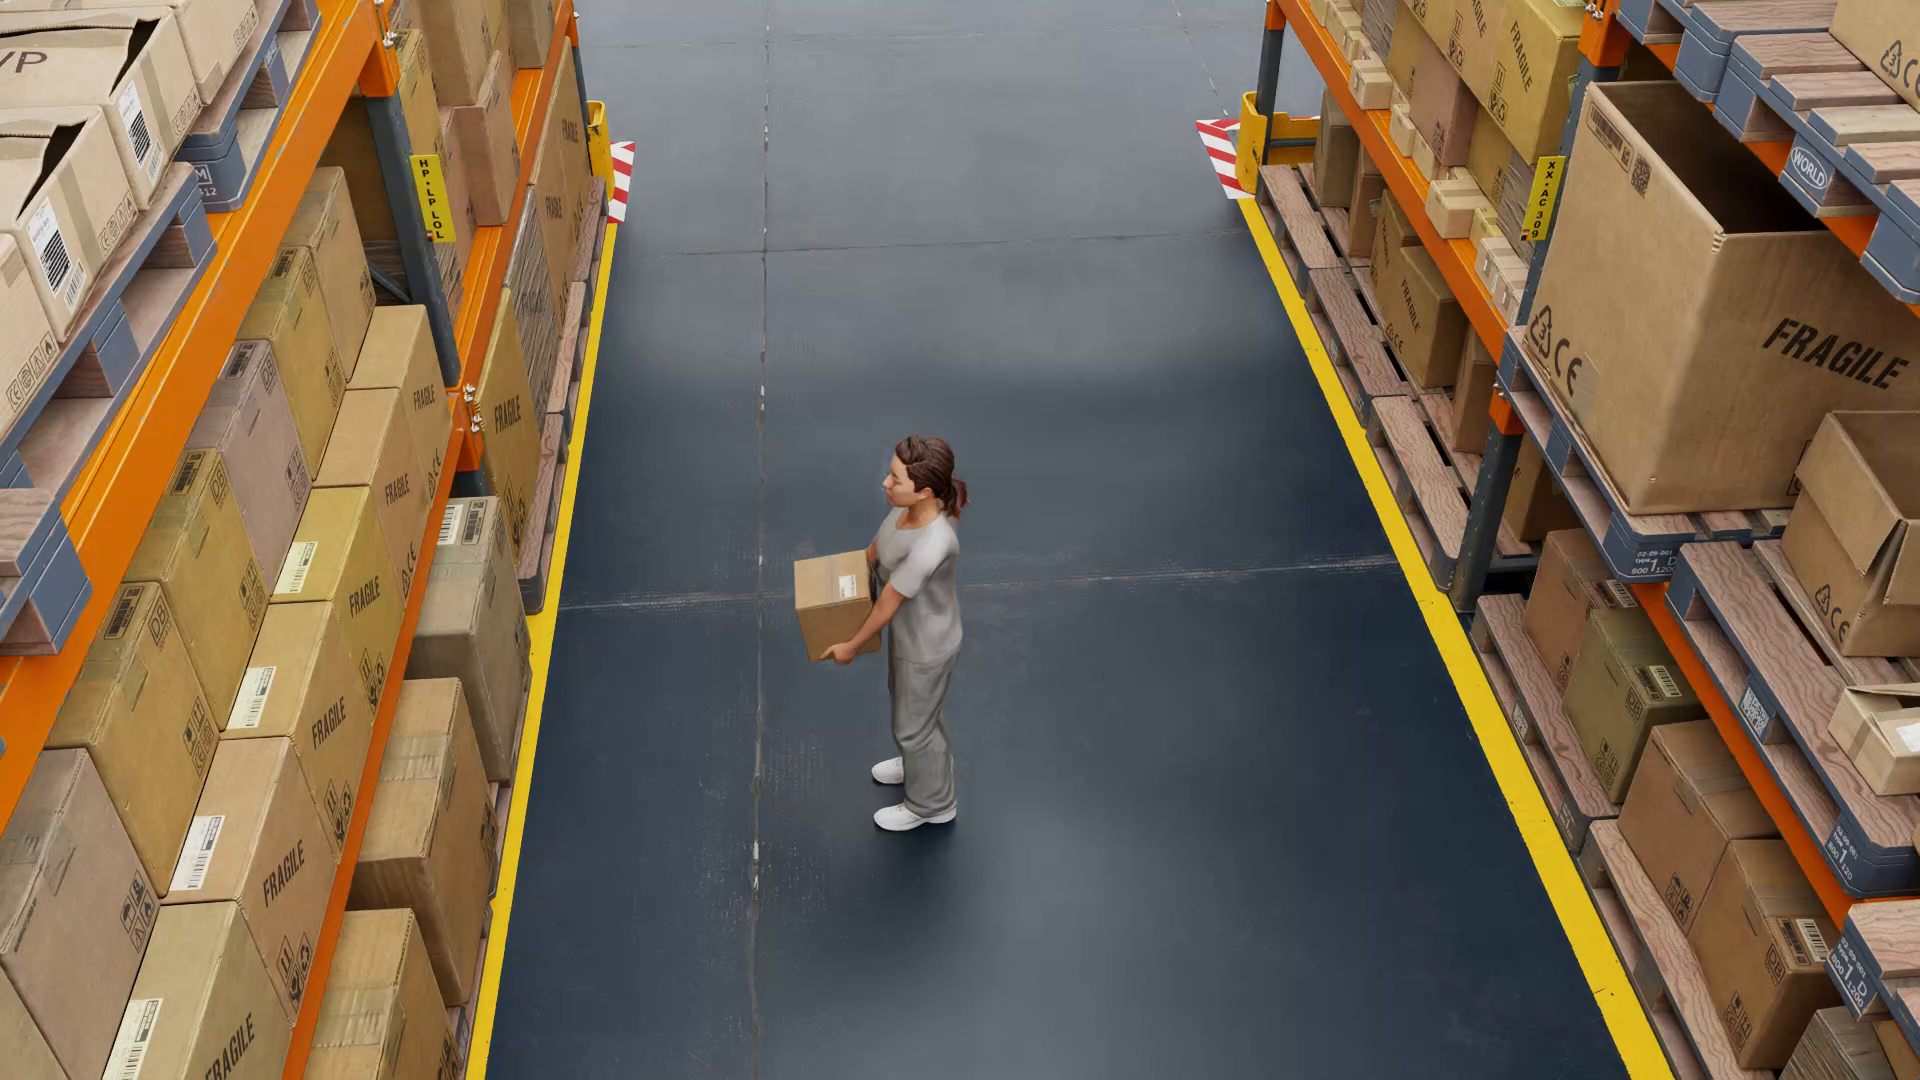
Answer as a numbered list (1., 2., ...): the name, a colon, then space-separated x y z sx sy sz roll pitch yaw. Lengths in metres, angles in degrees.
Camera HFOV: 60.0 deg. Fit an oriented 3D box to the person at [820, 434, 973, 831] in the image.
1. person: -0.222 0.338 5.752 0.525 1.668 0.409 -4 39 -4
